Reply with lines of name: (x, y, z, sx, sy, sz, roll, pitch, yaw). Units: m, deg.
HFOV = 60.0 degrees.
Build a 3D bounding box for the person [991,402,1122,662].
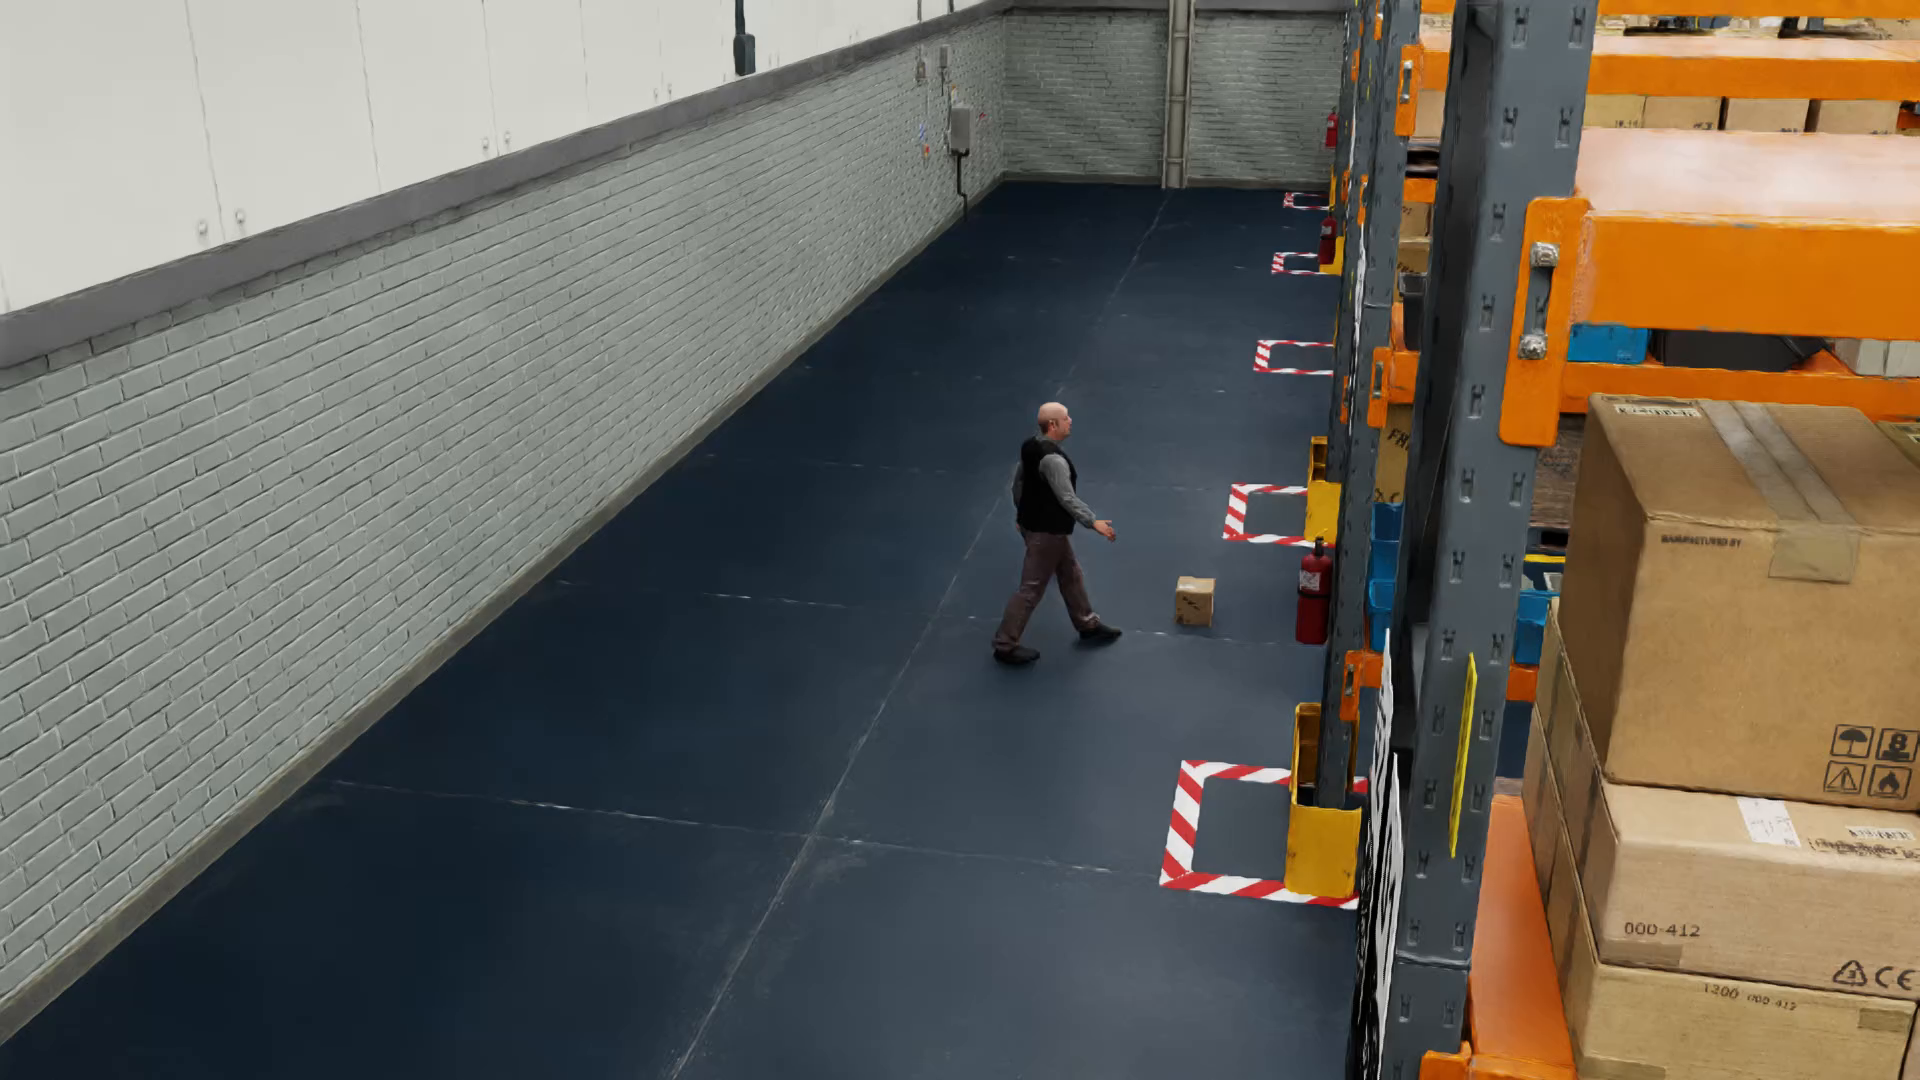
person: (0.639, -0.049, 10.871, 0.958, 1.599, 0.713, -5, 22, -12)
